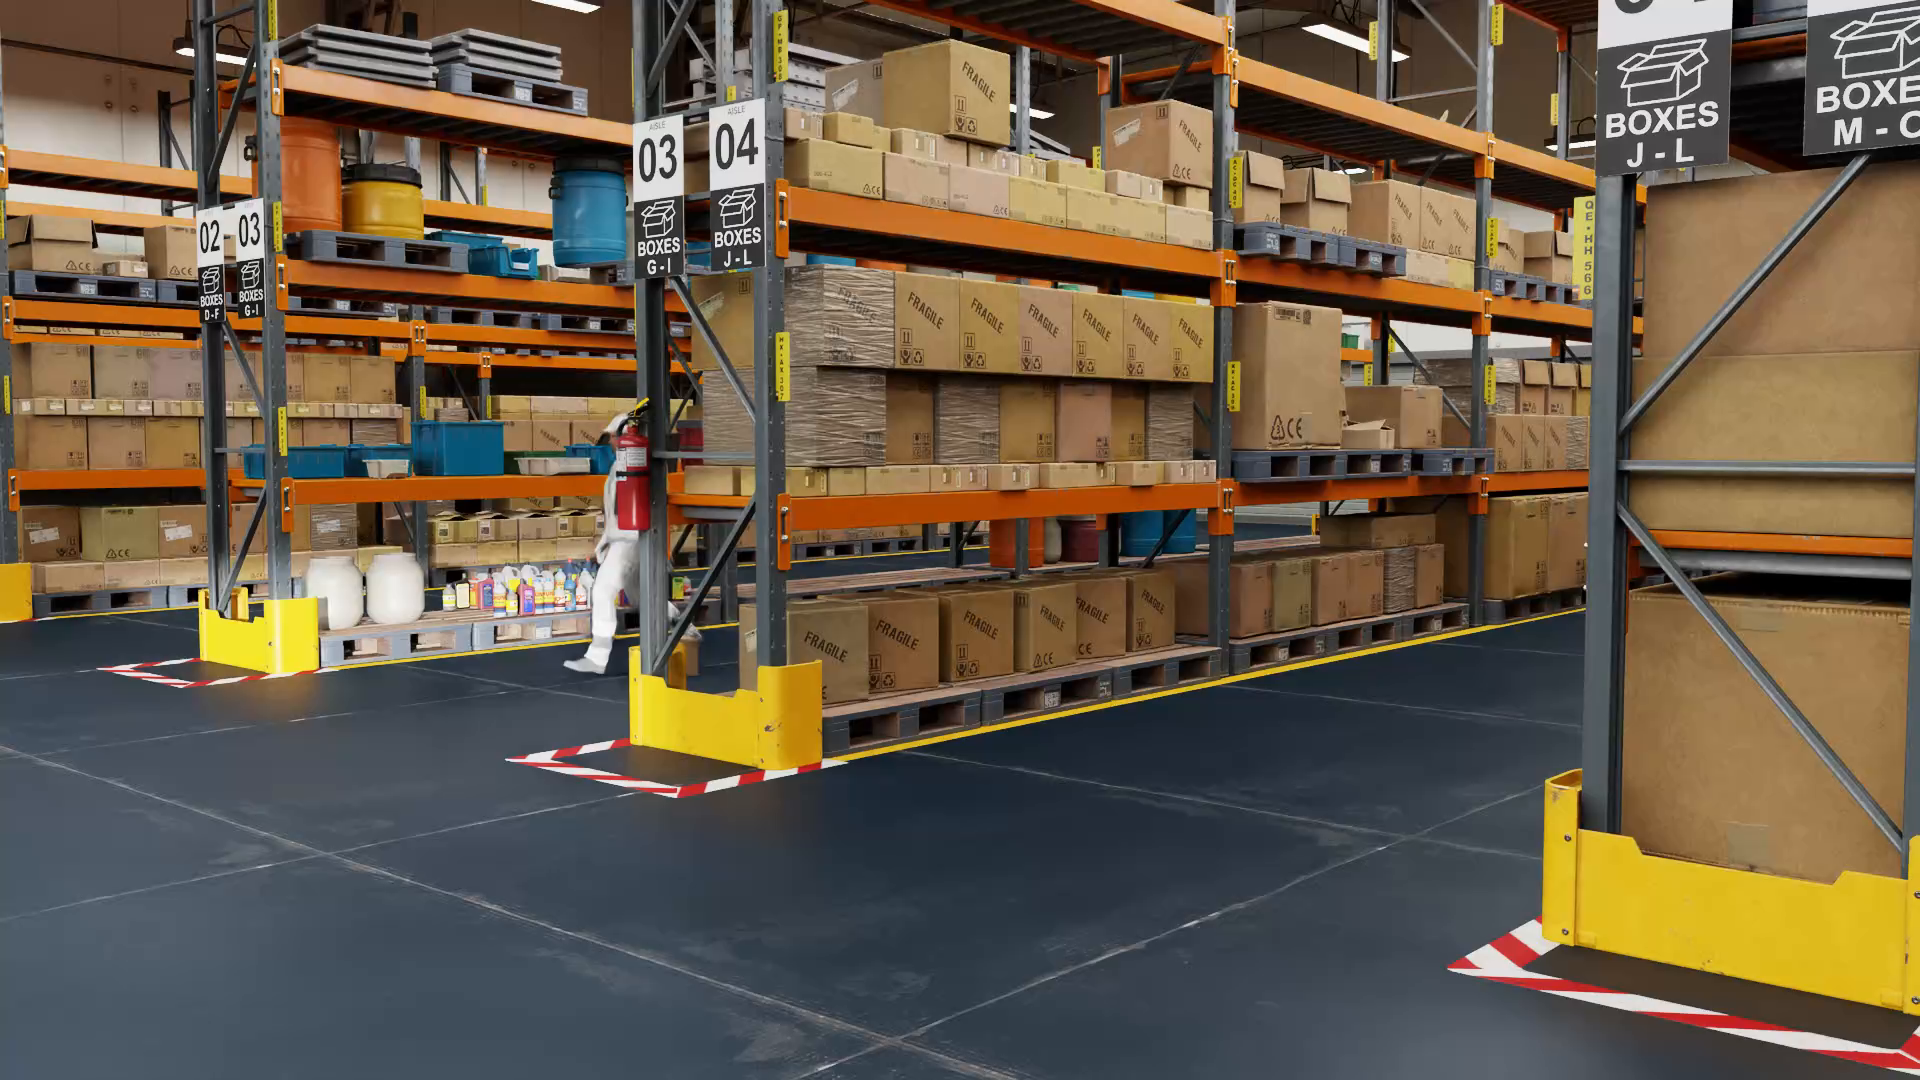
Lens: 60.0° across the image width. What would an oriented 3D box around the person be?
[{"bbox_3d":[-2.240,0.013,11.336,1.028,1.748,0.614,-2,4,-29],"label":"person"}]
